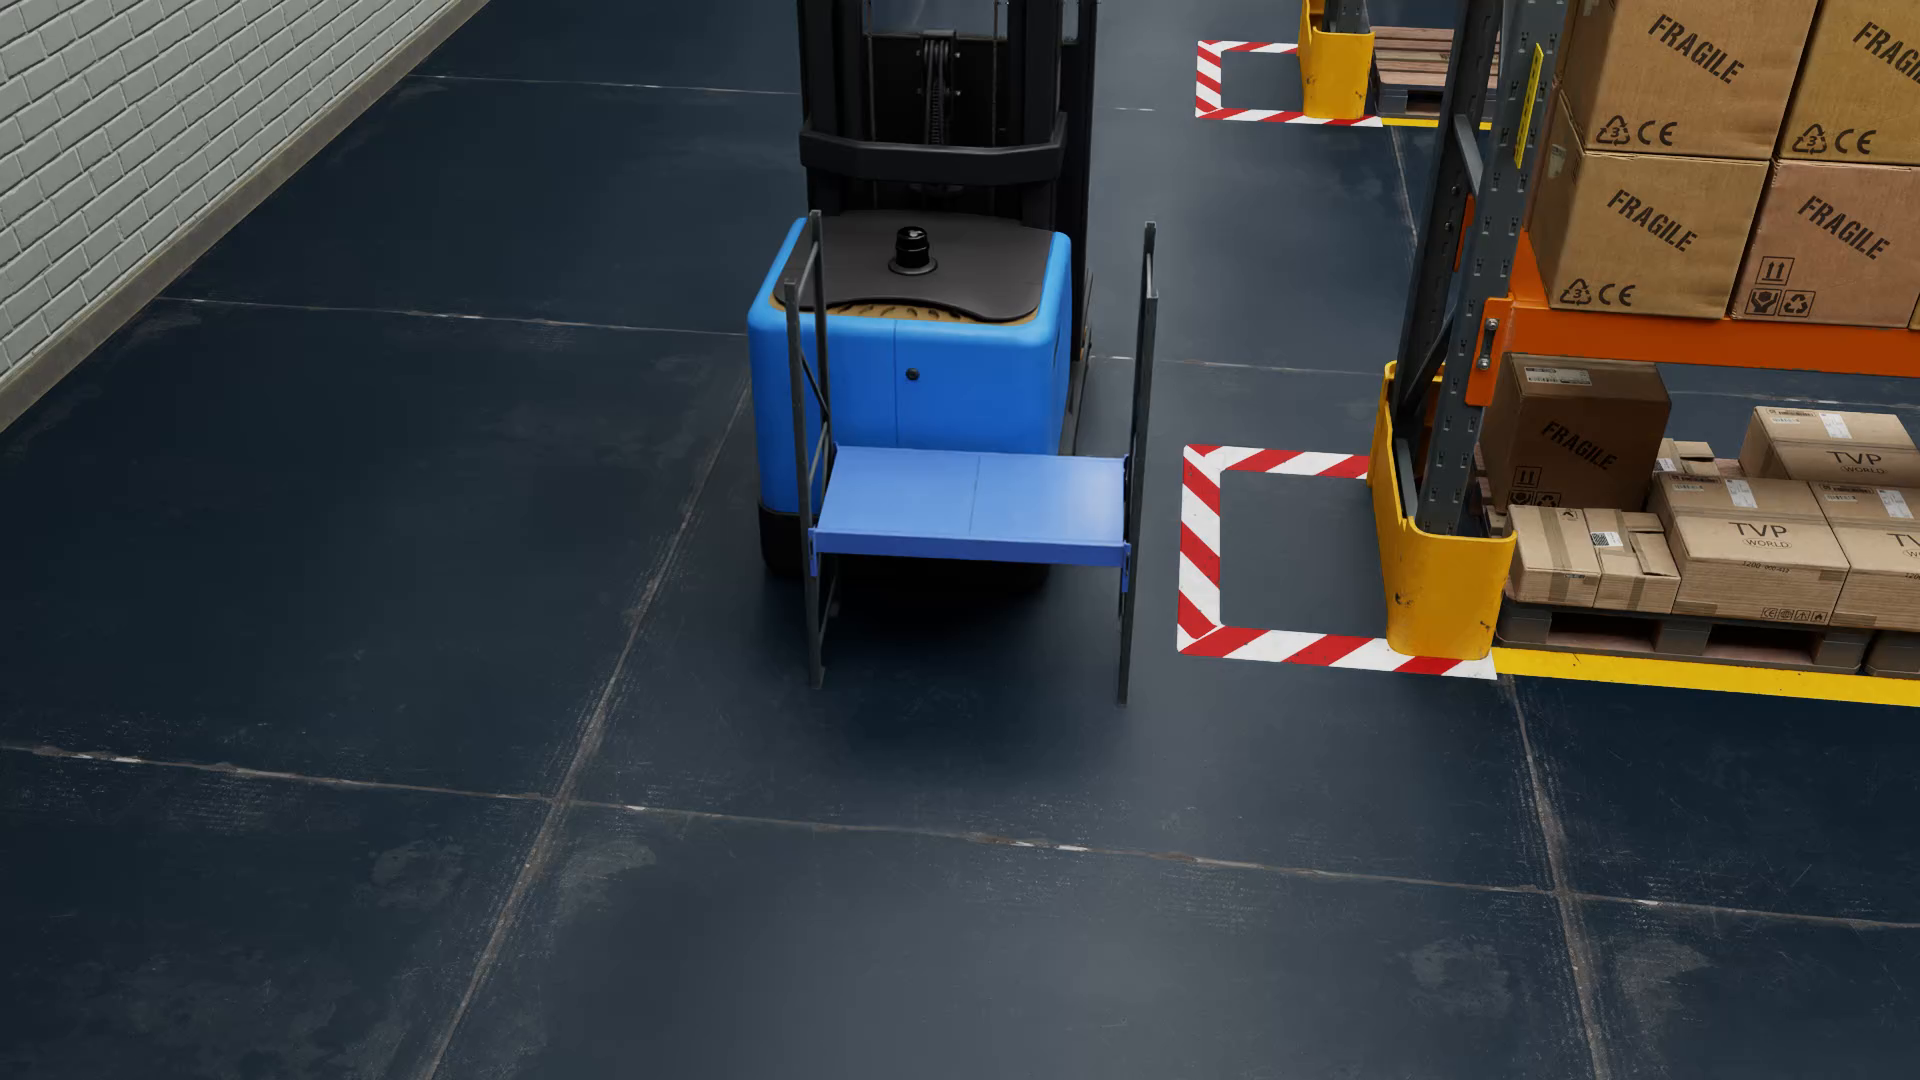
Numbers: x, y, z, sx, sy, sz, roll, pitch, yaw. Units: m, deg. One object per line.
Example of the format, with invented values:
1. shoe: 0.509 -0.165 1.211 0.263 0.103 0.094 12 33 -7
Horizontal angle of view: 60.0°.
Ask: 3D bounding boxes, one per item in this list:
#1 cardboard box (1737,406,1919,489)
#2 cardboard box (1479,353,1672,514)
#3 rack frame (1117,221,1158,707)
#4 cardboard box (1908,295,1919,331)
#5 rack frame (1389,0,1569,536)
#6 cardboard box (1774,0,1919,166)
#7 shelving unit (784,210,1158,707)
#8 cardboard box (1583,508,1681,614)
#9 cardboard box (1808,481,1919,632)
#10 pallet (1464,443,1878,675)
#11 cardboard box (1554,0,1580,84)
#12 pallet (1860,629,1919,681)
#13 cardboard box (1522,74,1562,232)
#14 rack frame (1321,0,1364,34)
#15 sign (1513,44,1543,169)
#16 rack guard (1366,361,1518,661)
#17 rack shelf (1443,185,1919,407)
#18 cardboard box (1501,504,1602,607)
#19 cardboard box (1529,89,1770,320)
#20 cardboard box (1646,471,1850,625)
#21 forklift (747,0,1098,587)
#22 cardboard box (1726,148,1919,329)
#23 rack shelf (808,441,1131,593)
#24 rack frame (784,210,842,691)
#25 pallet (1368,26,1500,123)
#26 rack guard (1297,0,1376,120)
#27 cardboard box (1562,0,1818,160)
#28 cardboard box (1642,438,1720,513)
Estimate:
1. cardboard box: 3.150 -0.234 5.983 0.500 0.250 0.500 4 36 6
2. cardboard box: 2.212 -0.423 6.034 0.500 0.500 0.500 4 36 6
3. rack frame: 0.553 -0.205 5.245 0.032 1.500 0.500 3 36 4
4. cardboard box: 3.057 -0.942 4.901 0.500 0.500 0.500 4 36 6
5. rack frame: 1.641 -1.160 5.293 0.127 3.000 1.000 4 36 6
6. cardboard box: 2.567 -1.388 4.666 0.500 0.500 0.500 5 36 6
7. shelving unit: 0.047 -0.229 5.280 1.048 1.500 0.538 3 36 4
8. cardboard box: 2.260 0.062 5.641 0.250 0.166 0.380 4 36 6
9. cardboard box: 3.136 0.058 5.575 0.500 0.250 0.500 4 36 6
10. pallet: 2.507 0.040 6.013 1.213 0.211 1.003 4 36 6
11. cardboard box: 2.117 -1.733 5.149 0.500 0.500 0.500 4 36 6
12. pallet: 3.714 0.131 5.885 1.213 0.211 1.003 4 36 6
13. cardboard box: 2.120 -1.324 5.437 0.500 0.500 0.500 5 36 7
14. rack frame: 2.276 -4.013 9.291 0.127 3.000 1.000 4 36 6
15. sign: 1.572 -1.199 4.603 0.005 0.325 0.100 4 36 6
16. rack guard: 1.716 -0.137 6.011 0.348 0.500 1.175 4 36 6
17. rack shelf: 3.625 -0.719 5.294 4.000 0.370 1.077 4 36 6
18. cardboard box: 2.013 0.051 5.672 0.250 0.149 0.380 4 36 6
19. cardboard box: 2.048 -1.016 5.005 0.500 0.500 0.500 5 36 7
20. cardboard box: 2.640 0.021 5.626 0.500 0.250 0.500 4 36 6
21. forklift: -0.014 -1.870 6.348 1.130 2.935 3.031 4 36 6
22. cardboard box: 2.560 -0.980 4.956 0.500 0.500 0.500 4 36 5
23. rack shelf: 0.047 -0.083 5.384 1.000 0.185 0.538 3 36 4
24. rack frame: -0.460 -0.254 5.314 0.032 1.500 0.500 3 36 4
25. pallet: 3.089 -2.795 9.985 1.213 0.211 1.003 4 36 6
26. rack guard: 2.250 -2.990 10.010 0.348 0.500 1.175 4 36 6
27. cardboard box: 2.048 -1.423 4.714 0.500 0.500 0.500 5 36 7
28. cardboard box: 2.602 -0.205 6.016 0.250 0.166 0.380 4 36 6
